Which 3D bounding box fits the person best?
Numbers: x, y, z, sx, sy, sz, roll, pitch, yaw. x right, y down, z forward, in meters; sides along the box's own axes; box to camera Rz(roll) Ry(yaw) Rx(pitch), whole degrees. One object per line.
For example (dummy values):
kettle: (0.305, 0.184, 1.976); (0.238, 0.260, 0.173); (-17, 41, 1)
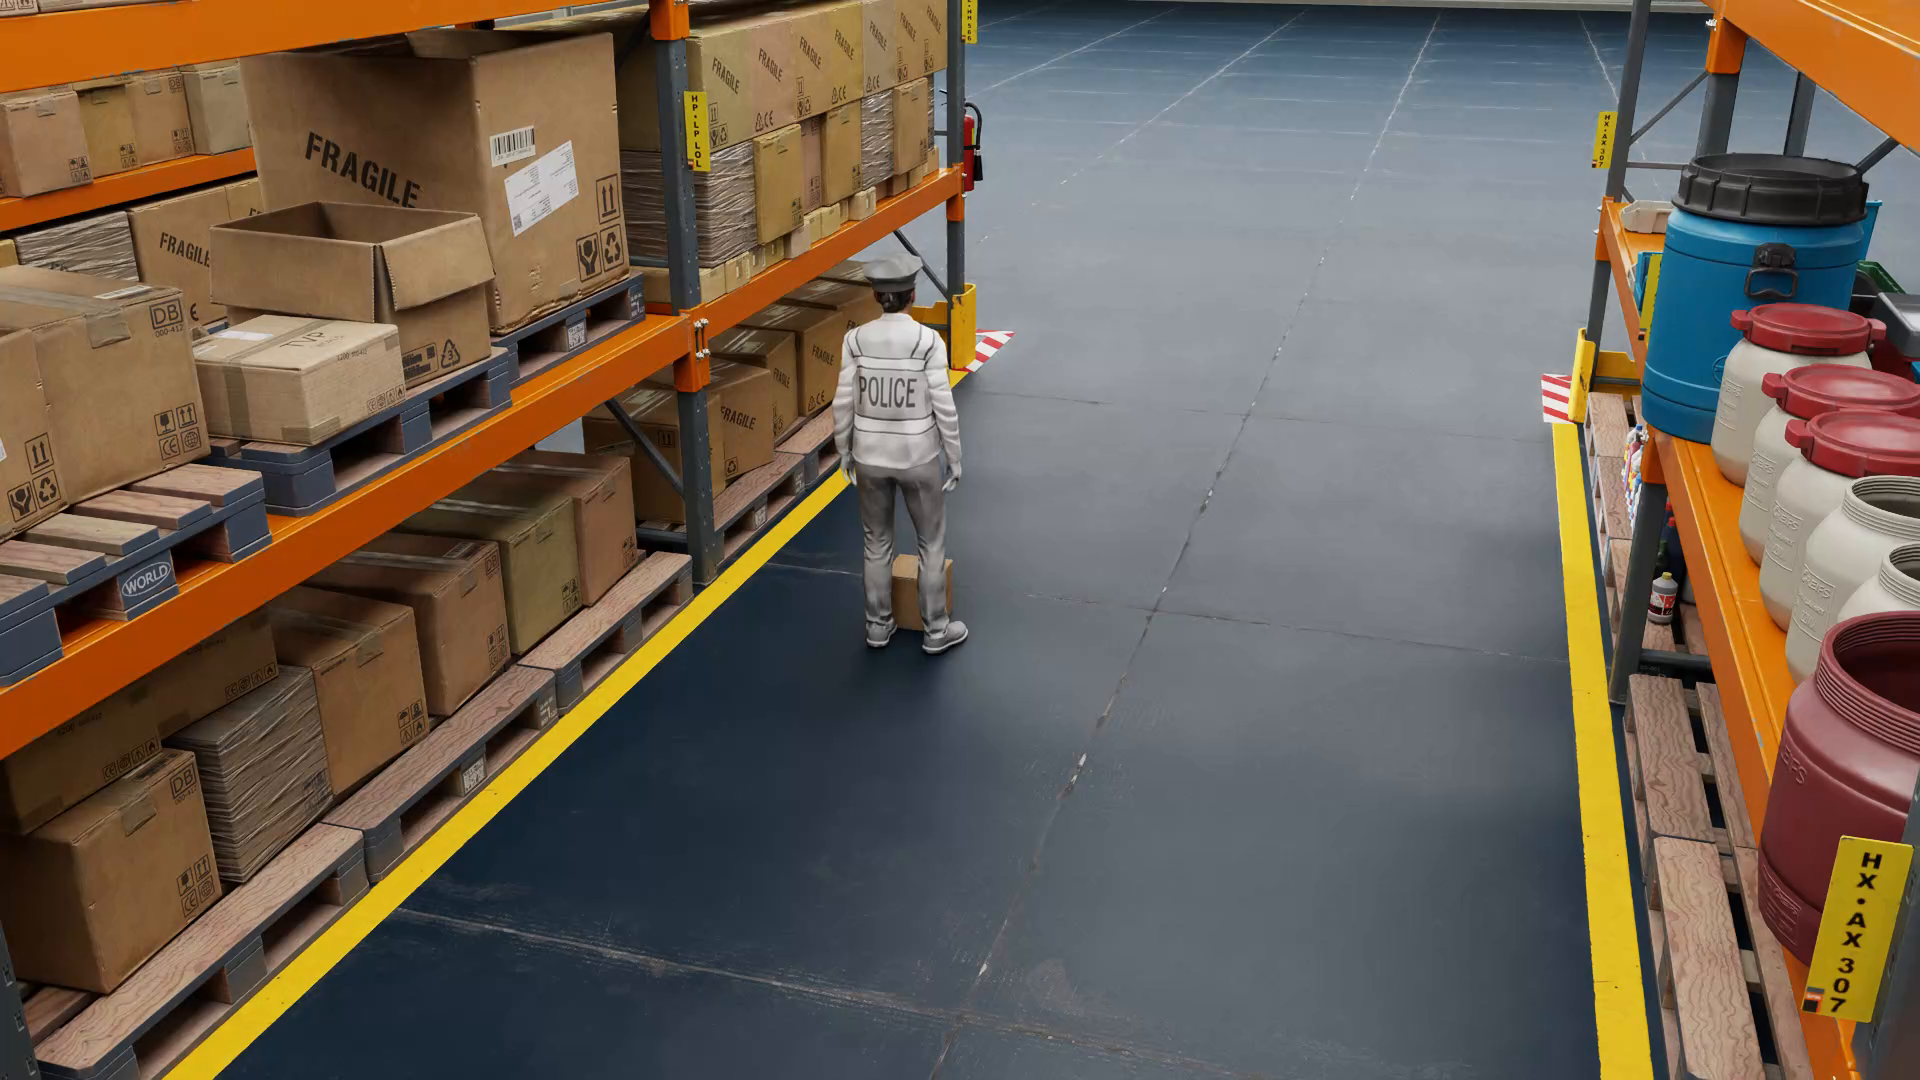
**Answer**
person: (-0.256, -0.334, 6.904); (0.546, 1.667, 0.369); (5, 23, 13)
